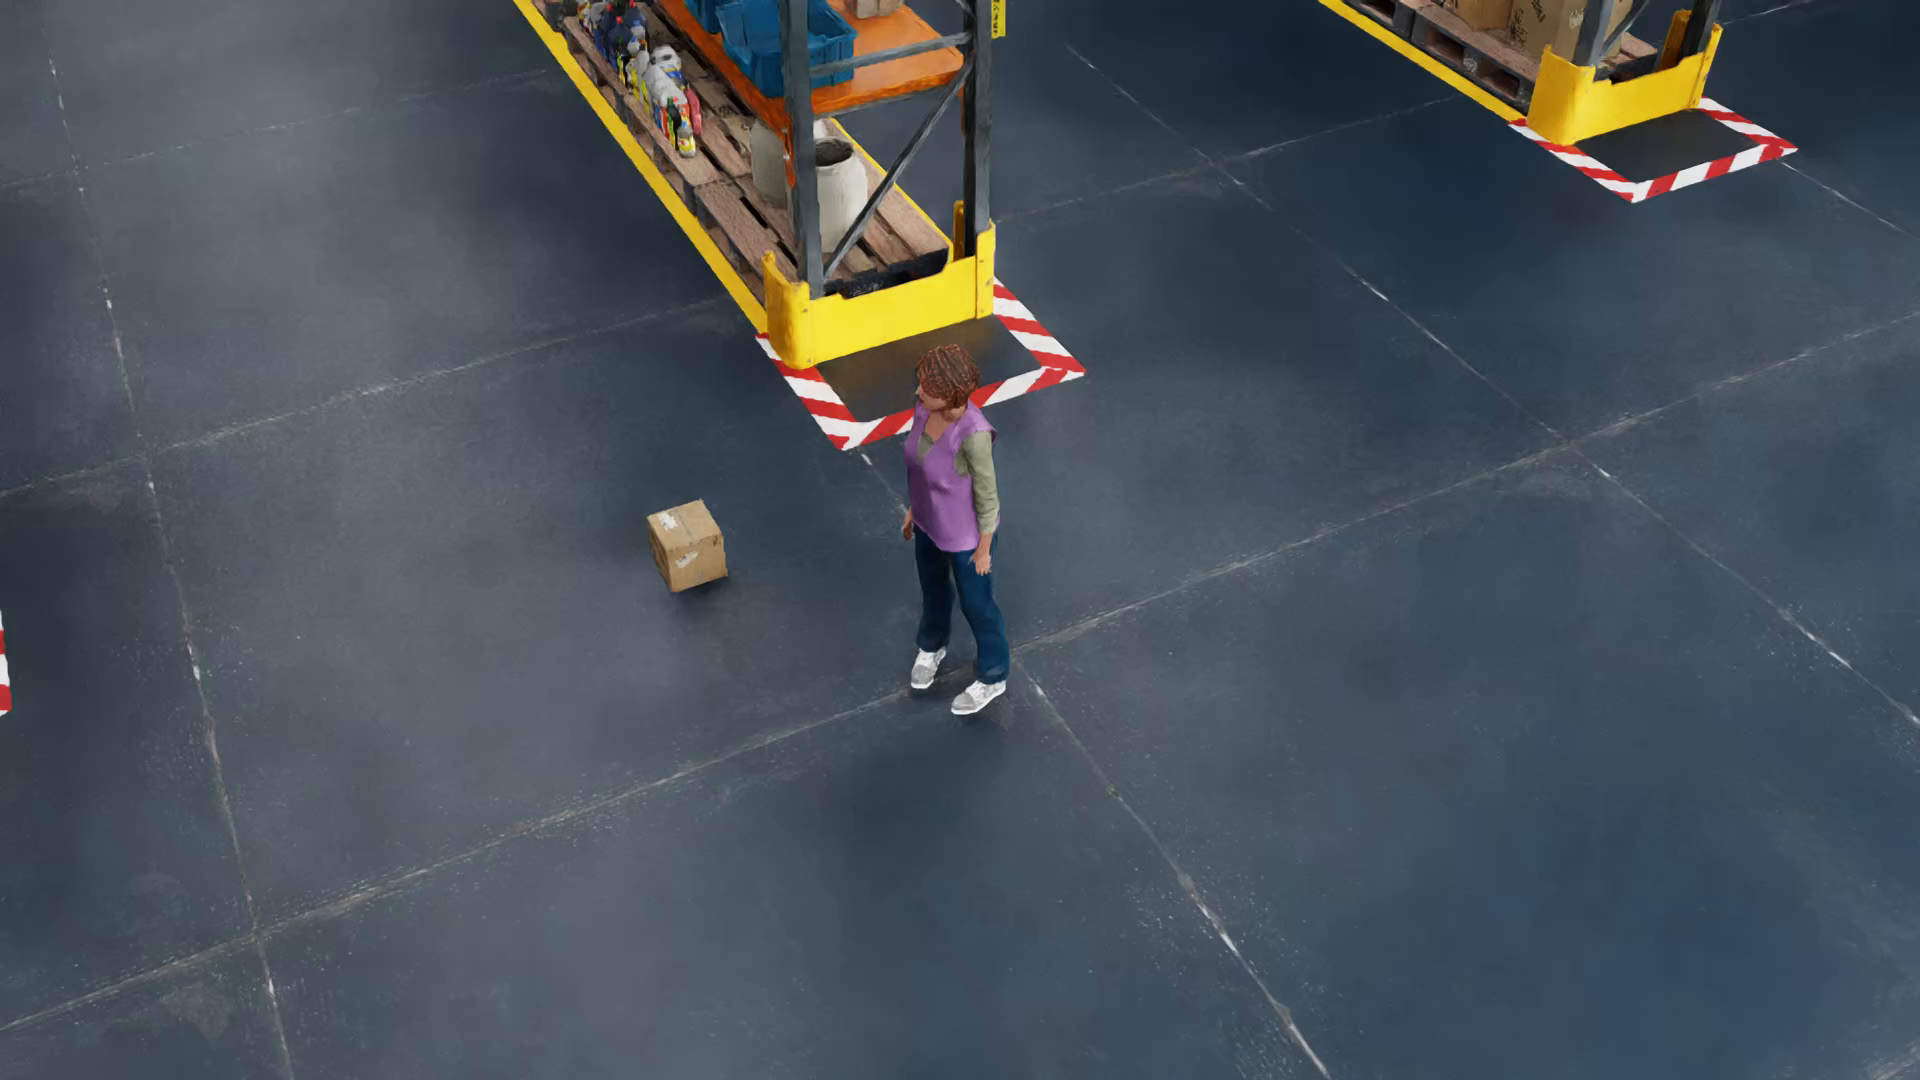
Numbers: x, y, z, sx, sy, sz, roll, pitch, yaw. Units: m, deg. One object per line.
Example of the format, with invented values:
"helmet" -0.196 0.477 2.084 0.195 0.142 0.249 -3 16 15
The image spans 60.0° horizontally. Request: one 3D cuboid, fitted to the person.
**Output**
"person" -0.027 -0.037 6.186 0.345 1.600 0.427 -26 48 -26
